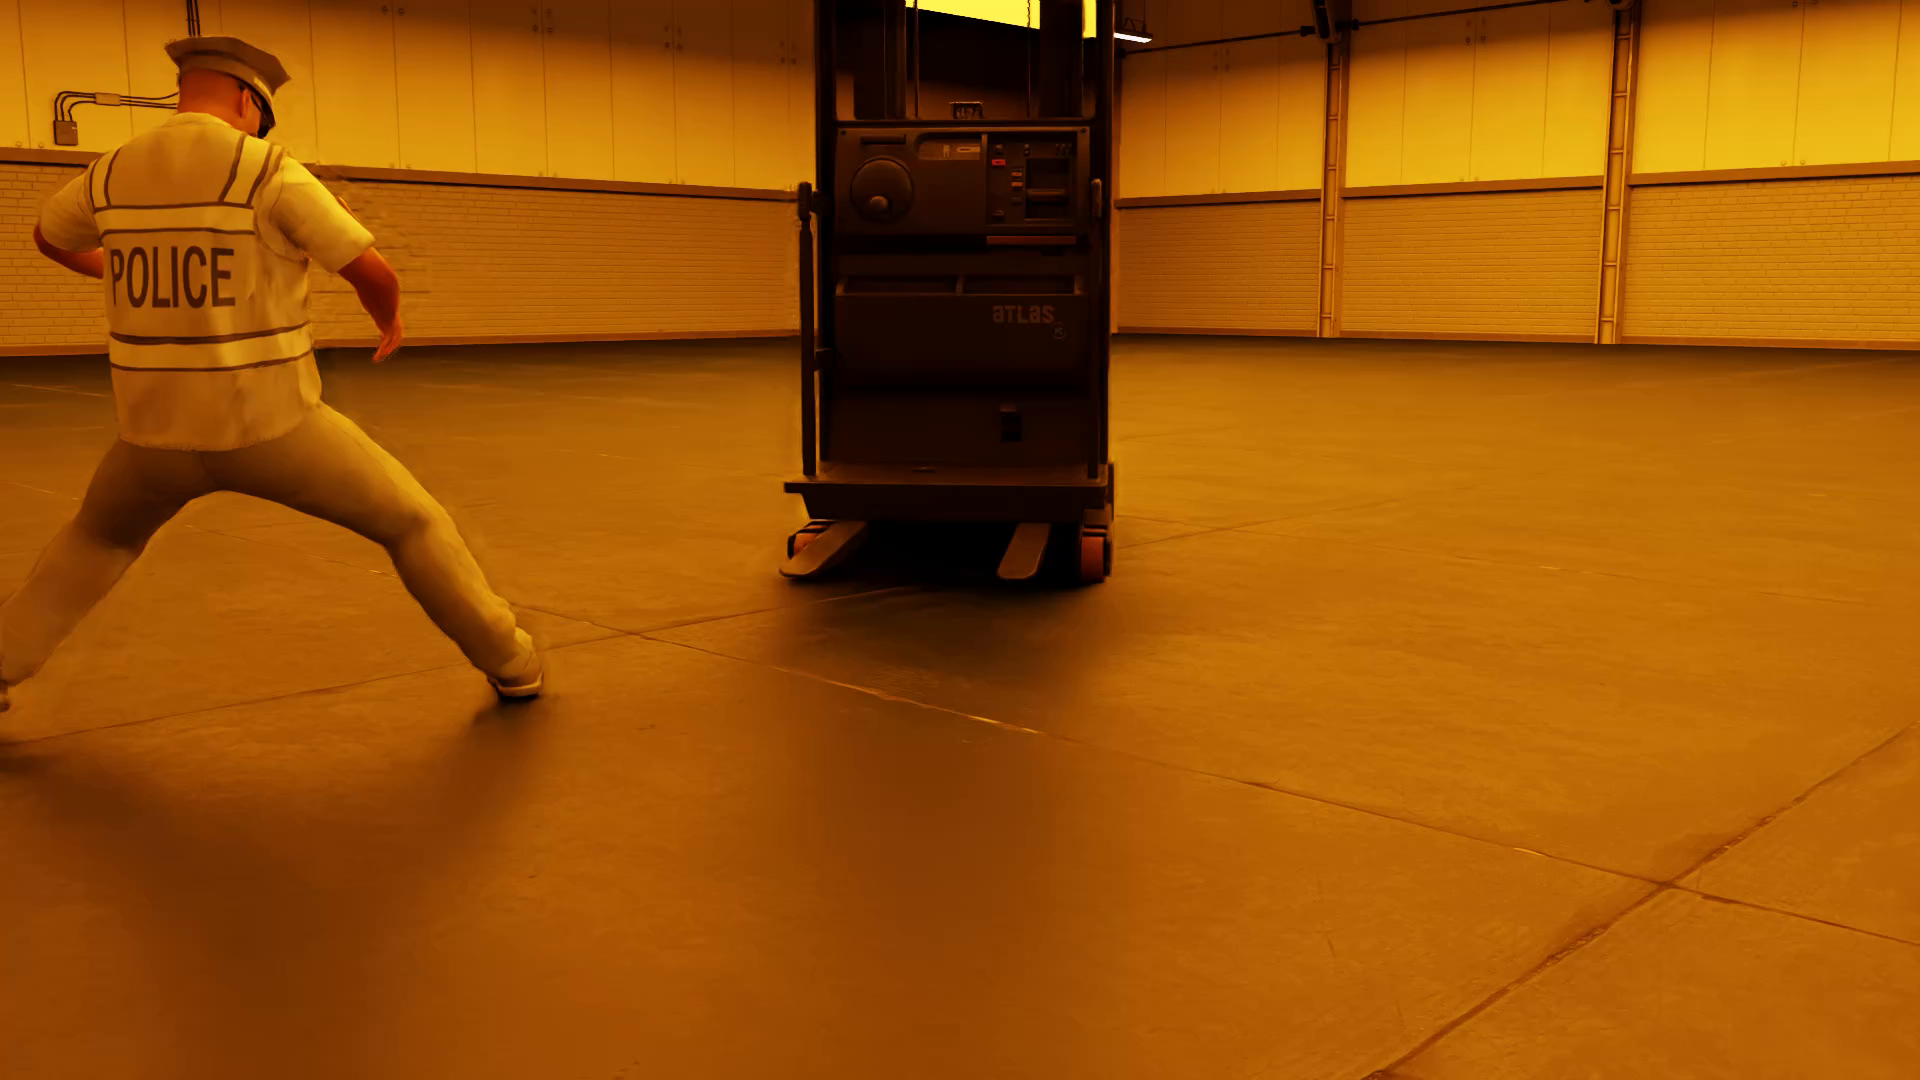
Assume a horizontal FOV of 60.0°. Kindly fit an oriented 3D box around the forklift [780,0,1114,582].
[{"bbox_3d":[-0.011,-1.353,5.859,1.130,2.935,3.031,1,9,5],"label":"forklift"}]
